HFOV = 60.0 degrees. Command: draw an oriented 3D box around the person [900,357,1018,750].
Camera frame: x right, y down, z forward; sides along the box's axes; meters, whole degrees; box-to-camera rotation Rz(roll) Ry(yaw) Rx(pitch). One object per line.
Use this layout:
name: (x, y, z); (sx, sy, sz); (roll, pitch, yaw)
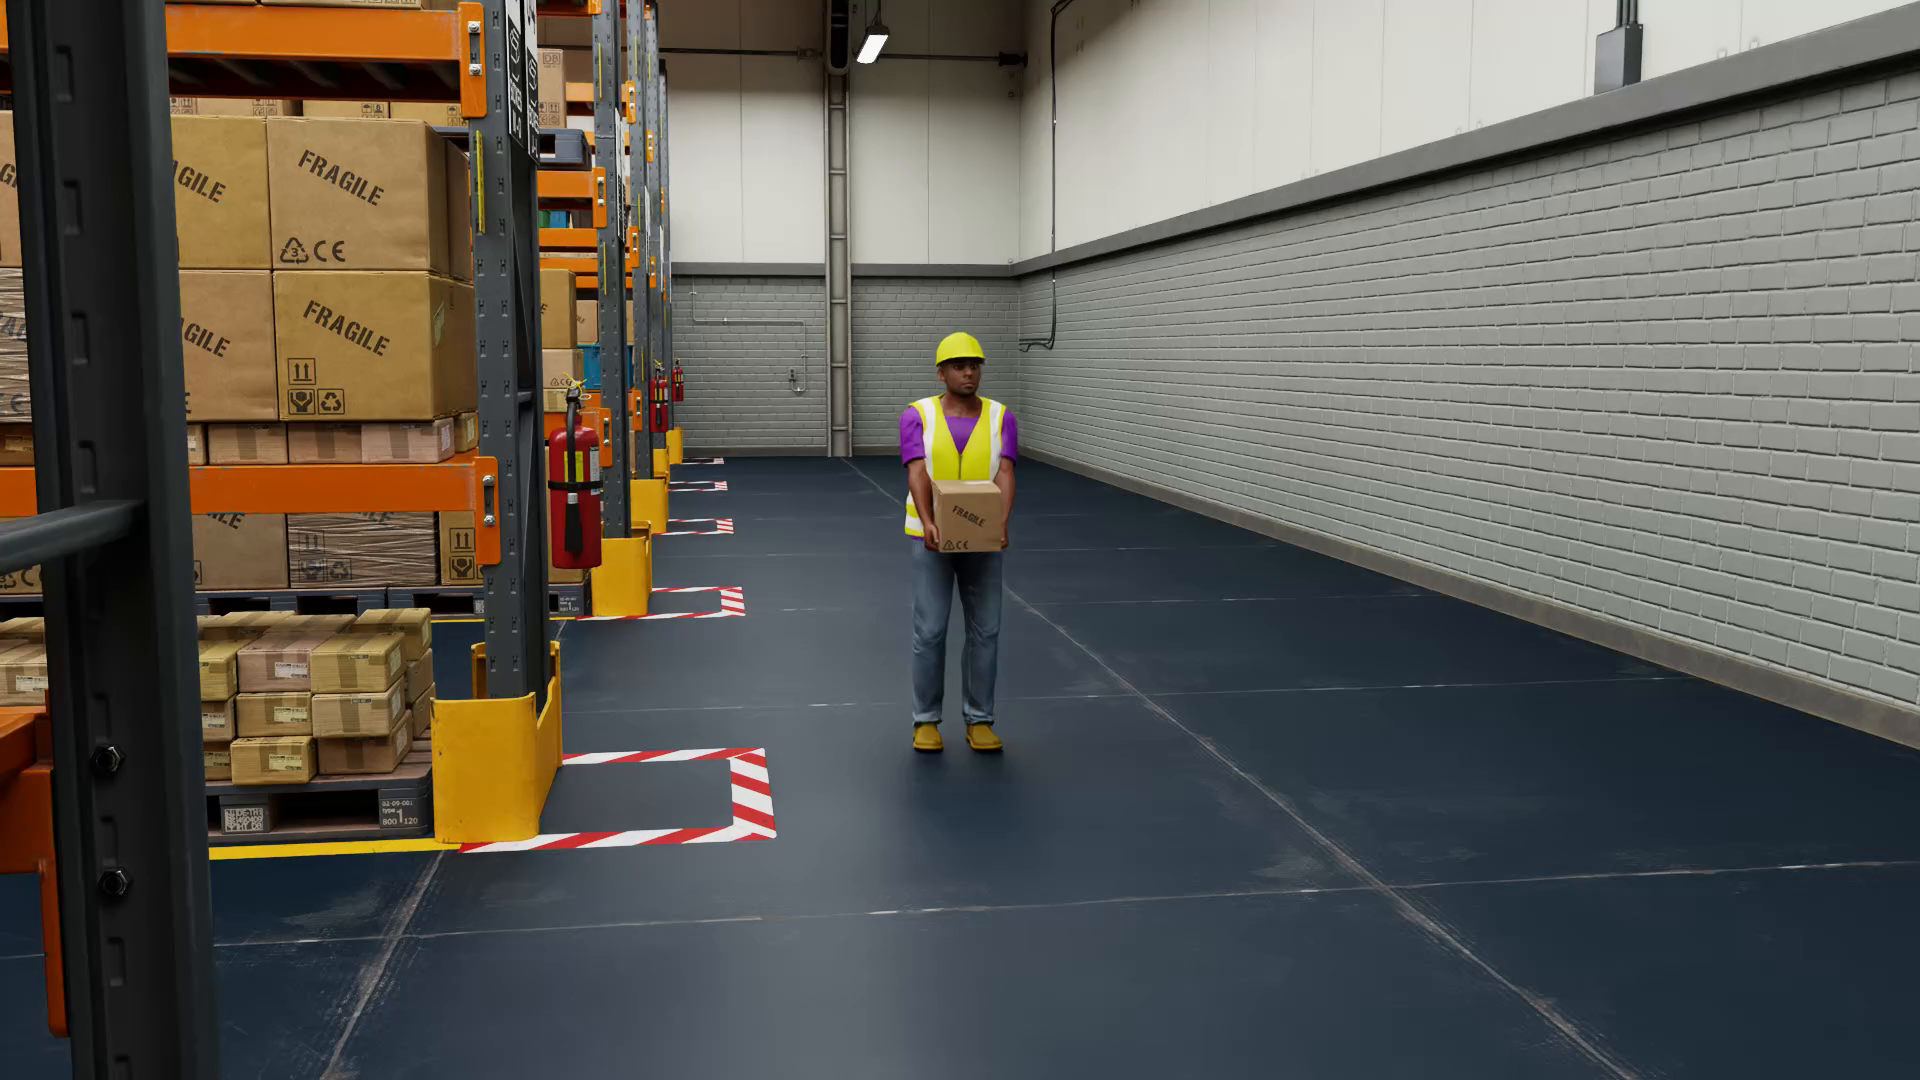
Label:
person: (0.012, 0.030, 7.010); (0.505, 1.726, 0.555); (-1, 7, -9)
